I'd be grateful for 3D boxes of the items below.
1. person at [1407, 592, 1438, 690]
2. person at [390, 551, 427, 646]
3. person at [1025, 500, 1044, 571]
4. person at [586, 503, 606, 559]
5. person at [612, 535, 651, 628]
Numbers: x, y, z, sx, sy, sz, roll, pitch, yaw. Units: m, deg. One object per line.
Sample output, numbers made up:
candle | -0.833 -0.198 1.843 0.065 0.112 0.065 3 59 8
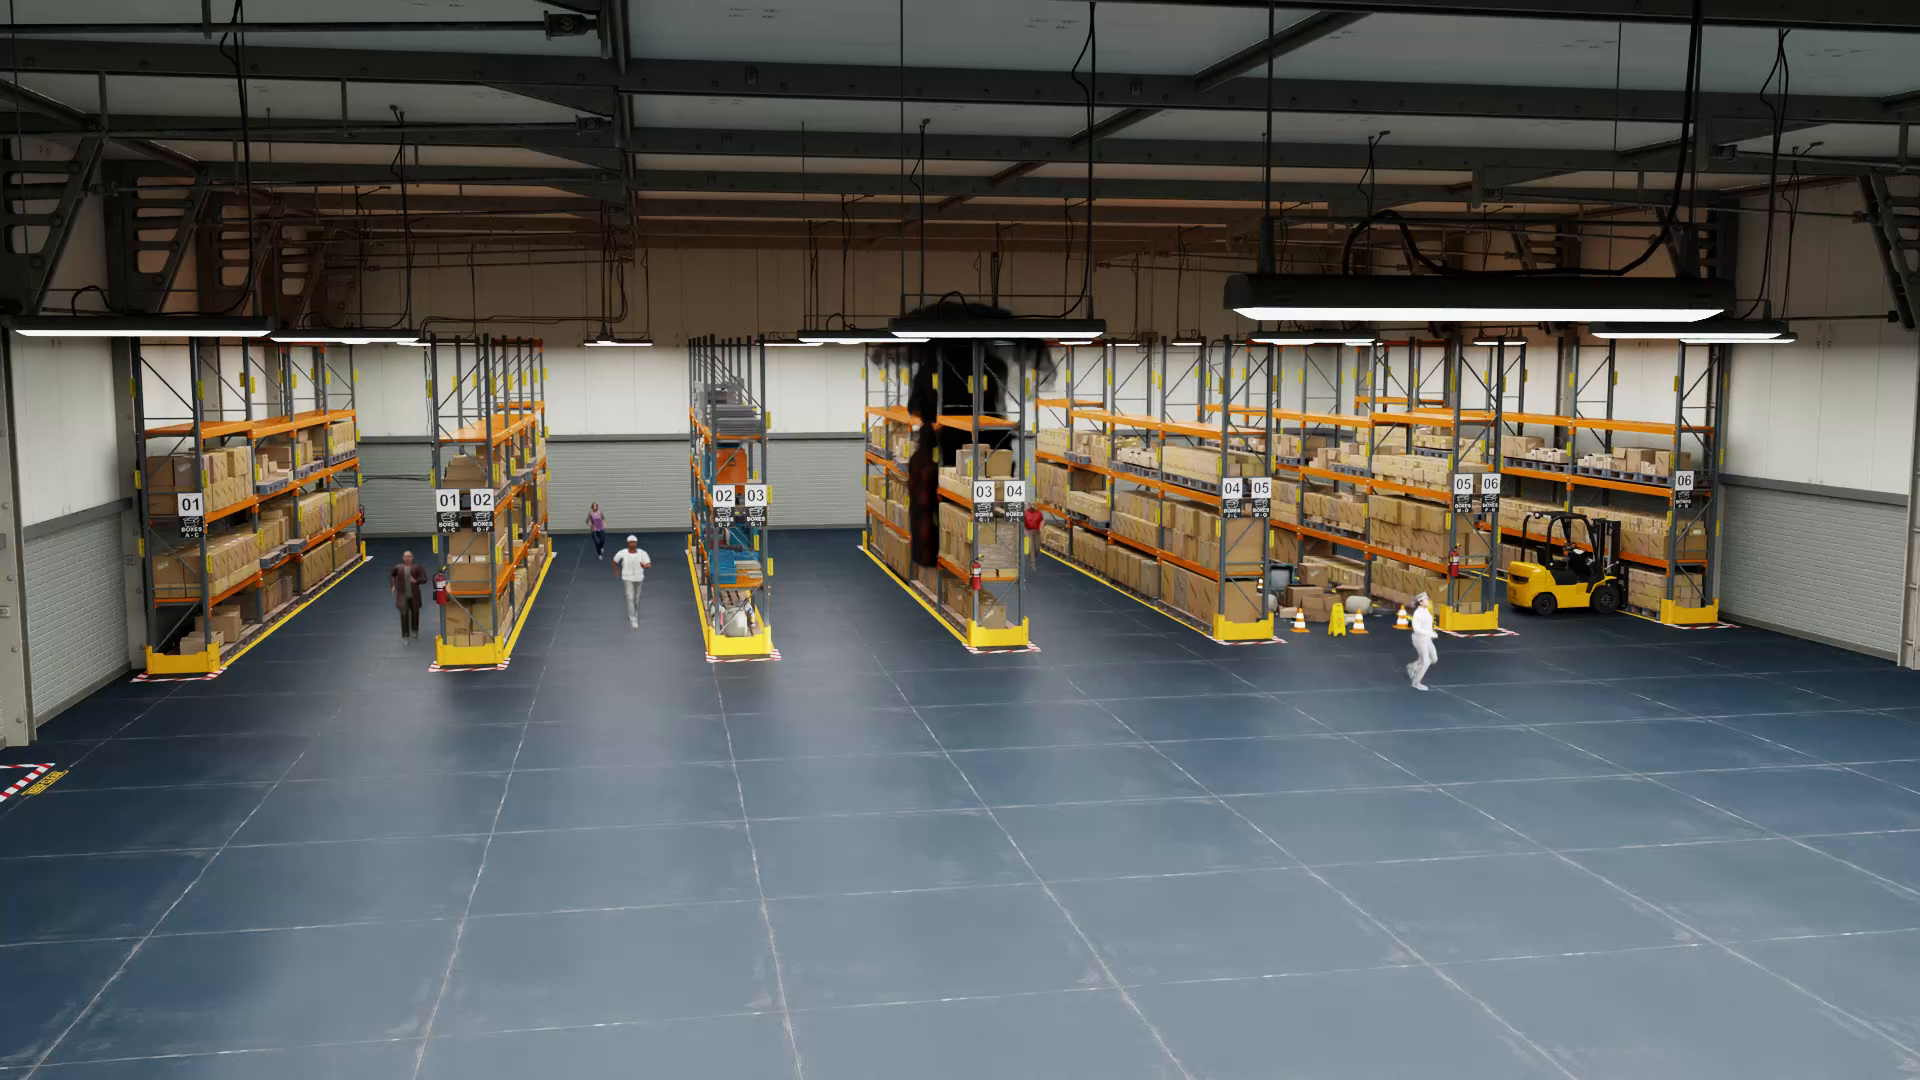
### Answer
person | 7.825 1.693 28.075 0.537 1.665 0.658 4 8 32
person | -10.729 1.104 32.383 0.695 1.780 1.046 -2 7 -18
person | 1.773 -0.117 41.227 0.672 1.744 0.638 -2 7 -15
person | -9.943 -0.250 45.479 0.570 1.554 0.486 -3 7 -22
person | -6.408 0.805 32.619 0.698 1.801 0.917 -3 7 -24
